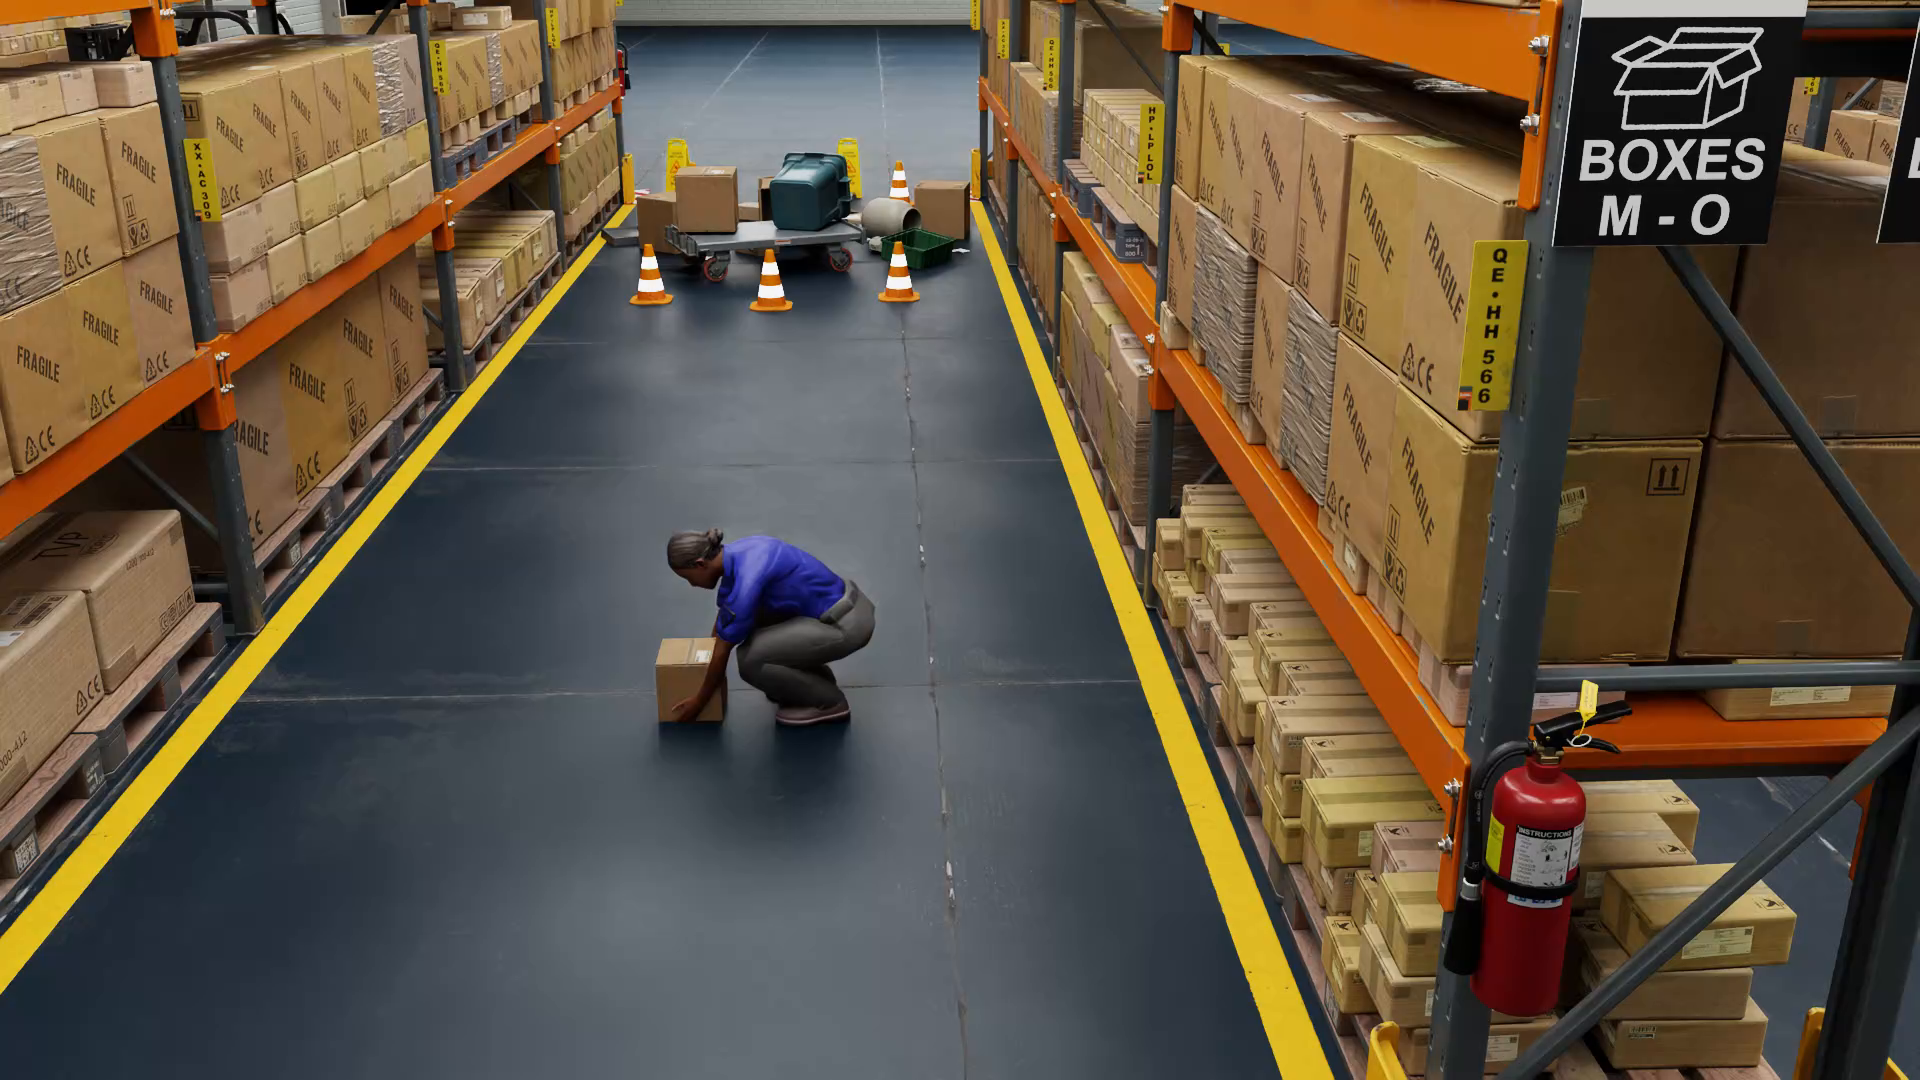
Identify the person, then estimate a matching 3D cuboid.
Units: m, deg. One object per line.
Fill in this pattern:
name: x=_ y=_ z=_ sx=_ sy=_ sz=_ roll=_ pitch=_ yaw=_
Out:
person: x=-0.733 y=0.317 z=6.520 sx=0.807 sy=0.813 sz=0.471 roll=-1 pitch=21 yaw=-3
